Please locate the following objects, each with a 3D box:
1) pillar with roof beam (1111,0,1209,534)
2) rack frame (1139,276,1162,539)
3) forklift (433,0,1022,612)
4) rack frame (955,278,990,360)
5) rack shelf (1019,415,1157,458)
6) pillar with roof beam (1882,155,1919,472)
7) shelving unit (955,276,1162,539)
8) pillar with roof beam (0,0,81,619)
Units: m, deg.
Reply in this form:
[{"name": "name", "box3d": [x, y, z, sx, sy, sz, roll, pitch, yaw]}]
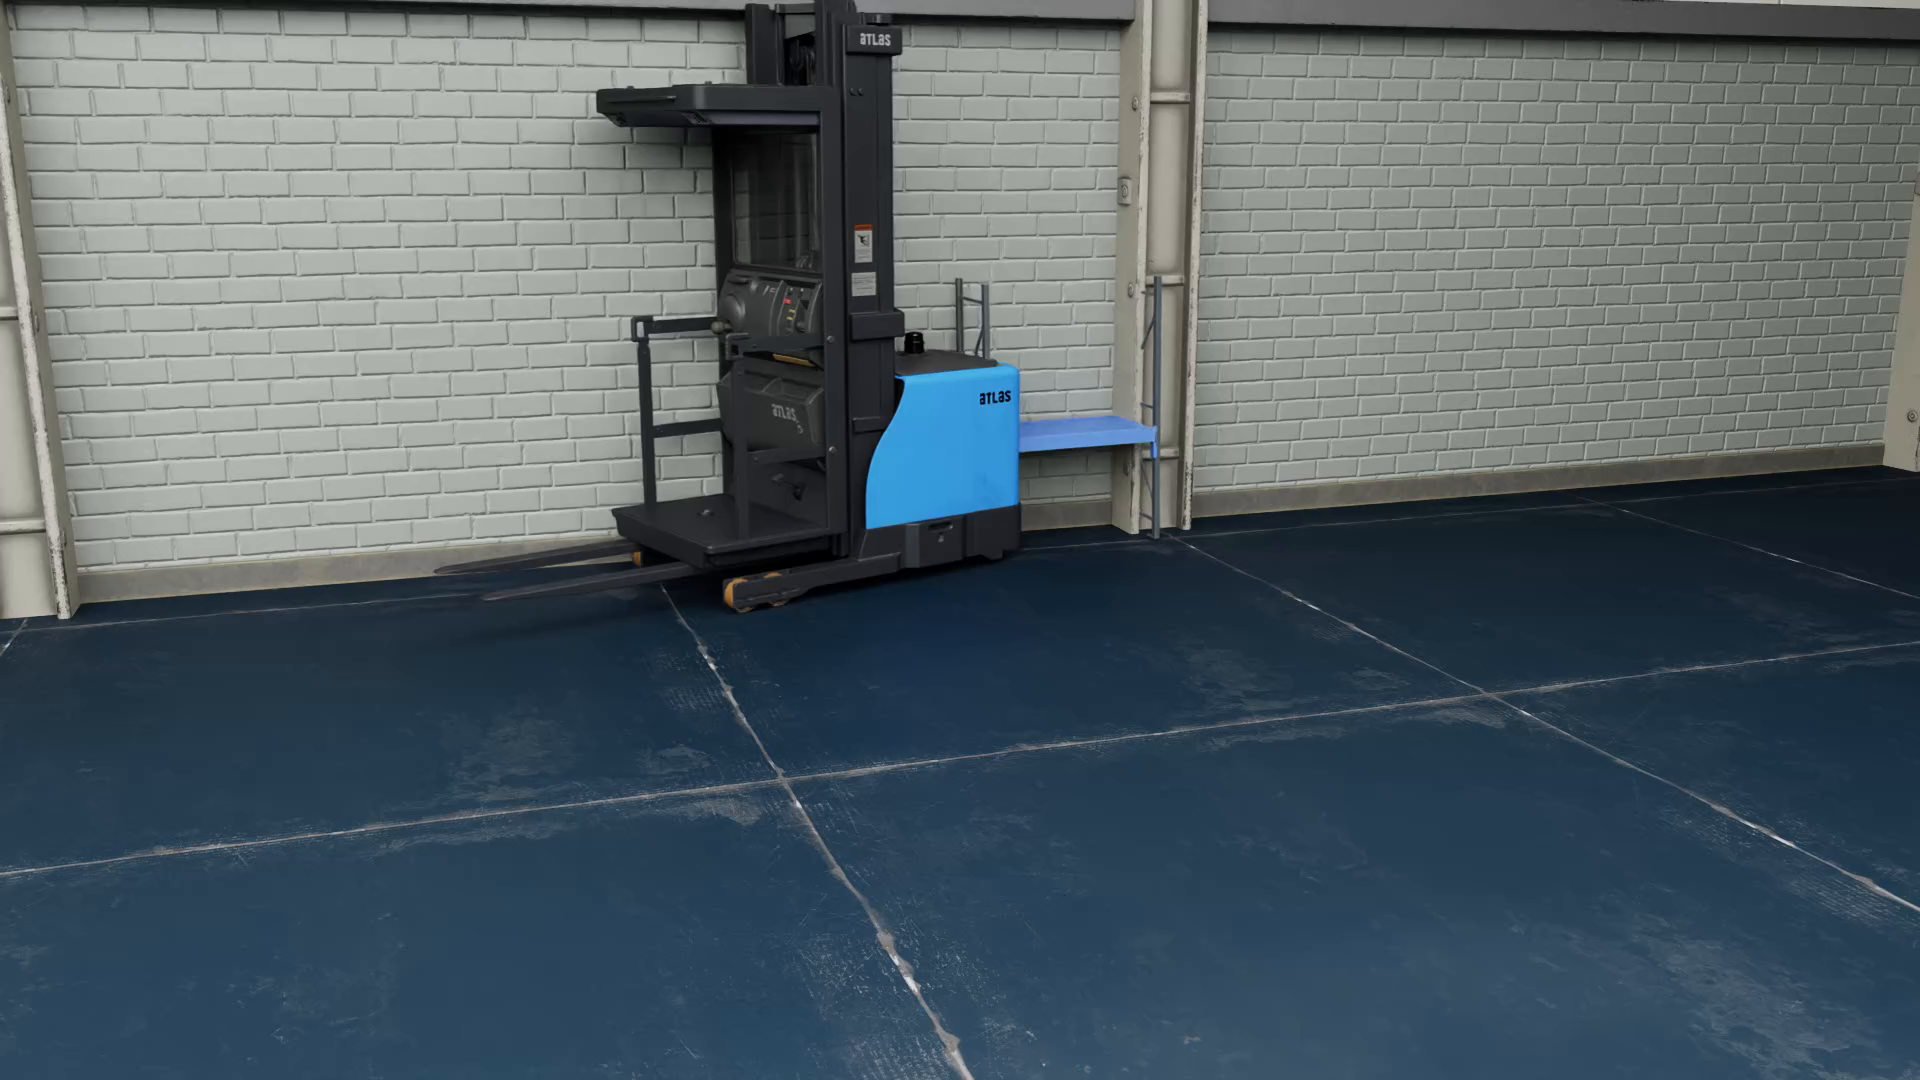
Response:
[{"name": "pillar with roof beam", "box3d": [2.517, -3.518, 4.985, 0.400, 9.000, 9.100, -4, 14, -18]}, {"name": "rack frame", "box3d": [1.045, -0.789, 9.641, 0.032, 1.500, 0.500, -5, 14, -17]}, {"name": "forklift", "box3d": [-1.144, -1.209, 8.391, 3.031, 2.935, 1.130, -10, 17, -36]}, {"name": "rack frame", "box3d": [0.079, -0.698, 9.336, 0.032, 1.500, 0.500, -5, 14, -17]}, {"name": "rack shelf", "box3d": [0.565, -0.568, 9.530, 1.000, 0.185, 0.538, -5, 14, -17]}, {"name": "pillar with roof beam", "box3d": [8.204, -3.960, 6.847, 0.400, 9.000, 9.100, -4, 14, -18]}, {"name": "shelving unit", "box3d": [0.562, -0.743, 9.489, 1.048, 1.500, 0.538, -5, 14, -17]}, {"name": "pillar with roof beam", "box3d": [-3.170, -3.075, 3.123, 0.400, 9.000, 9.100, -4, 14, -18]}]
